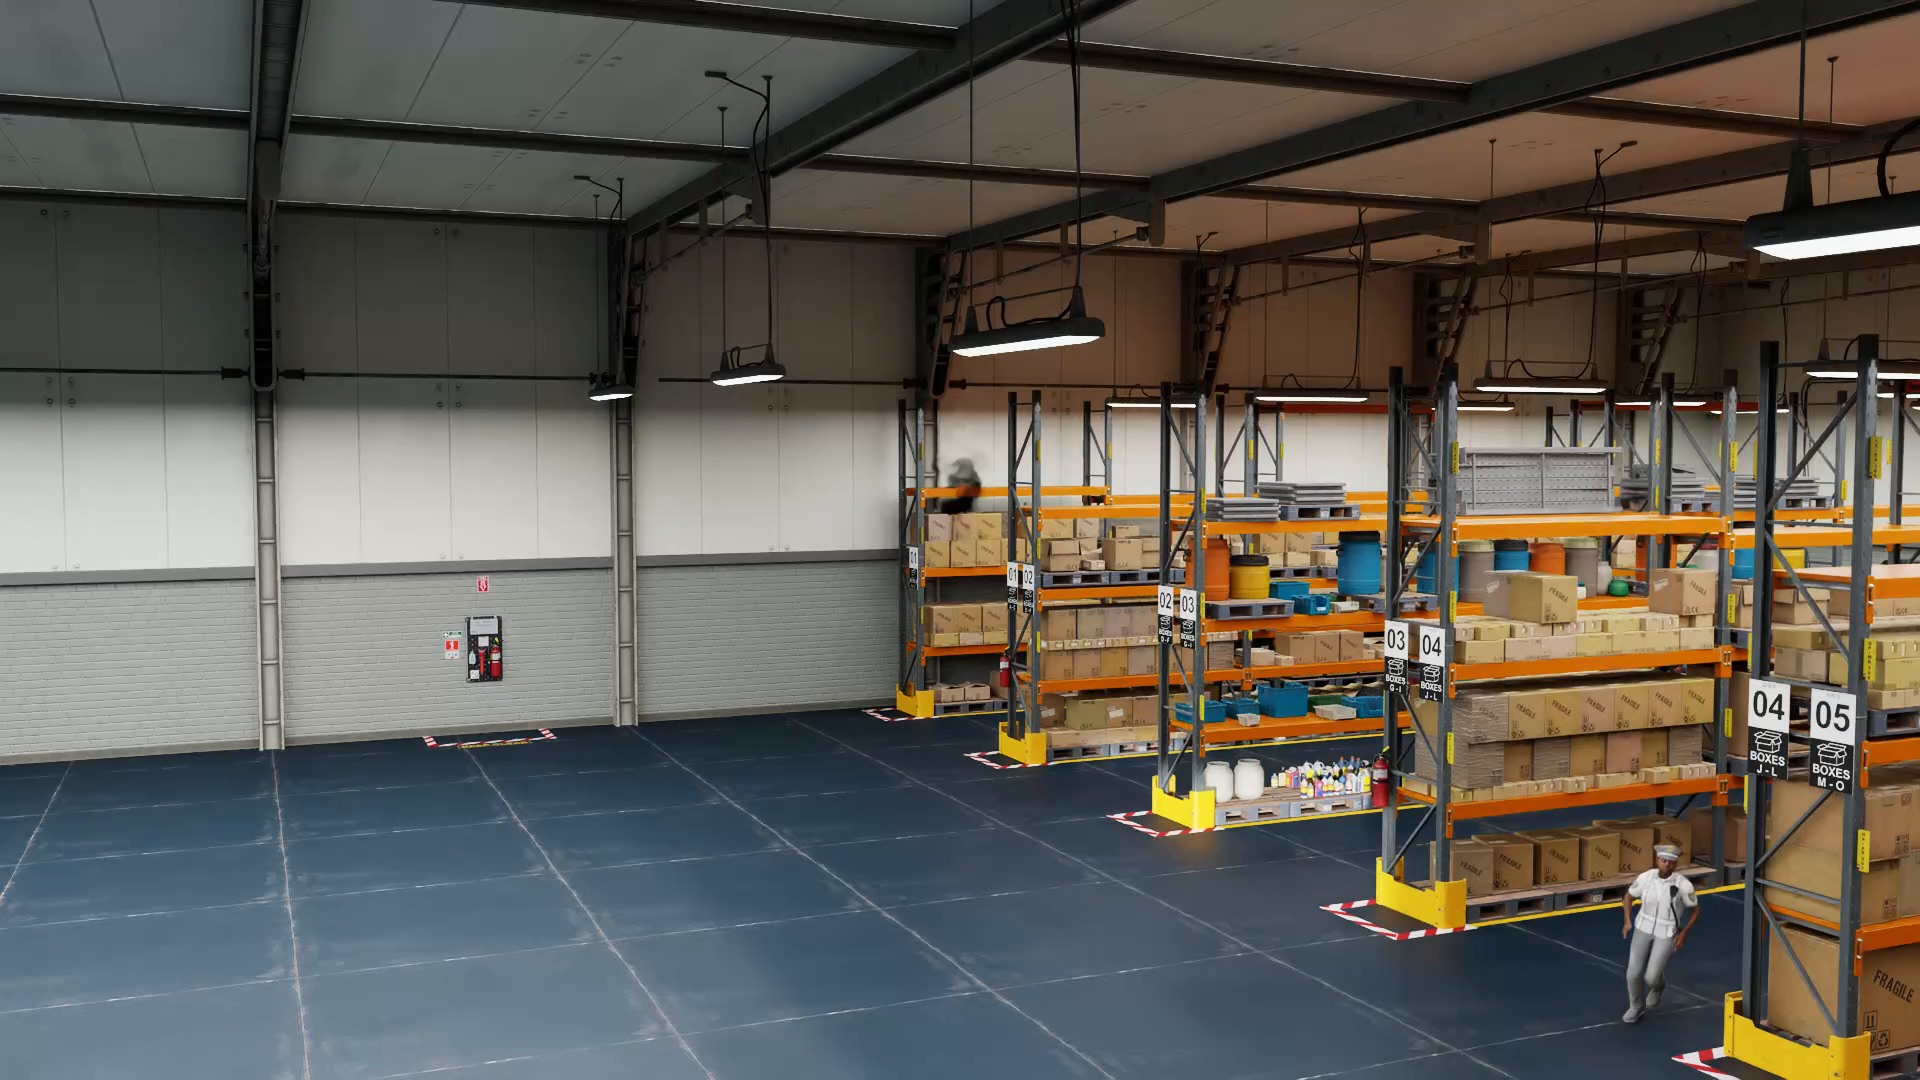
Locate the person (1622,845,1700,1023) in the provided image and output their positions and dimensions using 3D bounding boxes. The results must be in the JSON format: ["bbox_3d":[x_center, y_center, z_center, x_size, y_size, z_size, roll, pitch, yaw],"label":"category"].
[{"bbox_3d":[6.203,3.497,14.763,0.625,1.645,0.519,3,4,40],"label":"person"}]

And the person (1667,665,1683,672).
[{"bbox_3d":[12.746,2.568,29.824,0.578,1.676,0.649,-2,4,-35],"label":"person"}]
